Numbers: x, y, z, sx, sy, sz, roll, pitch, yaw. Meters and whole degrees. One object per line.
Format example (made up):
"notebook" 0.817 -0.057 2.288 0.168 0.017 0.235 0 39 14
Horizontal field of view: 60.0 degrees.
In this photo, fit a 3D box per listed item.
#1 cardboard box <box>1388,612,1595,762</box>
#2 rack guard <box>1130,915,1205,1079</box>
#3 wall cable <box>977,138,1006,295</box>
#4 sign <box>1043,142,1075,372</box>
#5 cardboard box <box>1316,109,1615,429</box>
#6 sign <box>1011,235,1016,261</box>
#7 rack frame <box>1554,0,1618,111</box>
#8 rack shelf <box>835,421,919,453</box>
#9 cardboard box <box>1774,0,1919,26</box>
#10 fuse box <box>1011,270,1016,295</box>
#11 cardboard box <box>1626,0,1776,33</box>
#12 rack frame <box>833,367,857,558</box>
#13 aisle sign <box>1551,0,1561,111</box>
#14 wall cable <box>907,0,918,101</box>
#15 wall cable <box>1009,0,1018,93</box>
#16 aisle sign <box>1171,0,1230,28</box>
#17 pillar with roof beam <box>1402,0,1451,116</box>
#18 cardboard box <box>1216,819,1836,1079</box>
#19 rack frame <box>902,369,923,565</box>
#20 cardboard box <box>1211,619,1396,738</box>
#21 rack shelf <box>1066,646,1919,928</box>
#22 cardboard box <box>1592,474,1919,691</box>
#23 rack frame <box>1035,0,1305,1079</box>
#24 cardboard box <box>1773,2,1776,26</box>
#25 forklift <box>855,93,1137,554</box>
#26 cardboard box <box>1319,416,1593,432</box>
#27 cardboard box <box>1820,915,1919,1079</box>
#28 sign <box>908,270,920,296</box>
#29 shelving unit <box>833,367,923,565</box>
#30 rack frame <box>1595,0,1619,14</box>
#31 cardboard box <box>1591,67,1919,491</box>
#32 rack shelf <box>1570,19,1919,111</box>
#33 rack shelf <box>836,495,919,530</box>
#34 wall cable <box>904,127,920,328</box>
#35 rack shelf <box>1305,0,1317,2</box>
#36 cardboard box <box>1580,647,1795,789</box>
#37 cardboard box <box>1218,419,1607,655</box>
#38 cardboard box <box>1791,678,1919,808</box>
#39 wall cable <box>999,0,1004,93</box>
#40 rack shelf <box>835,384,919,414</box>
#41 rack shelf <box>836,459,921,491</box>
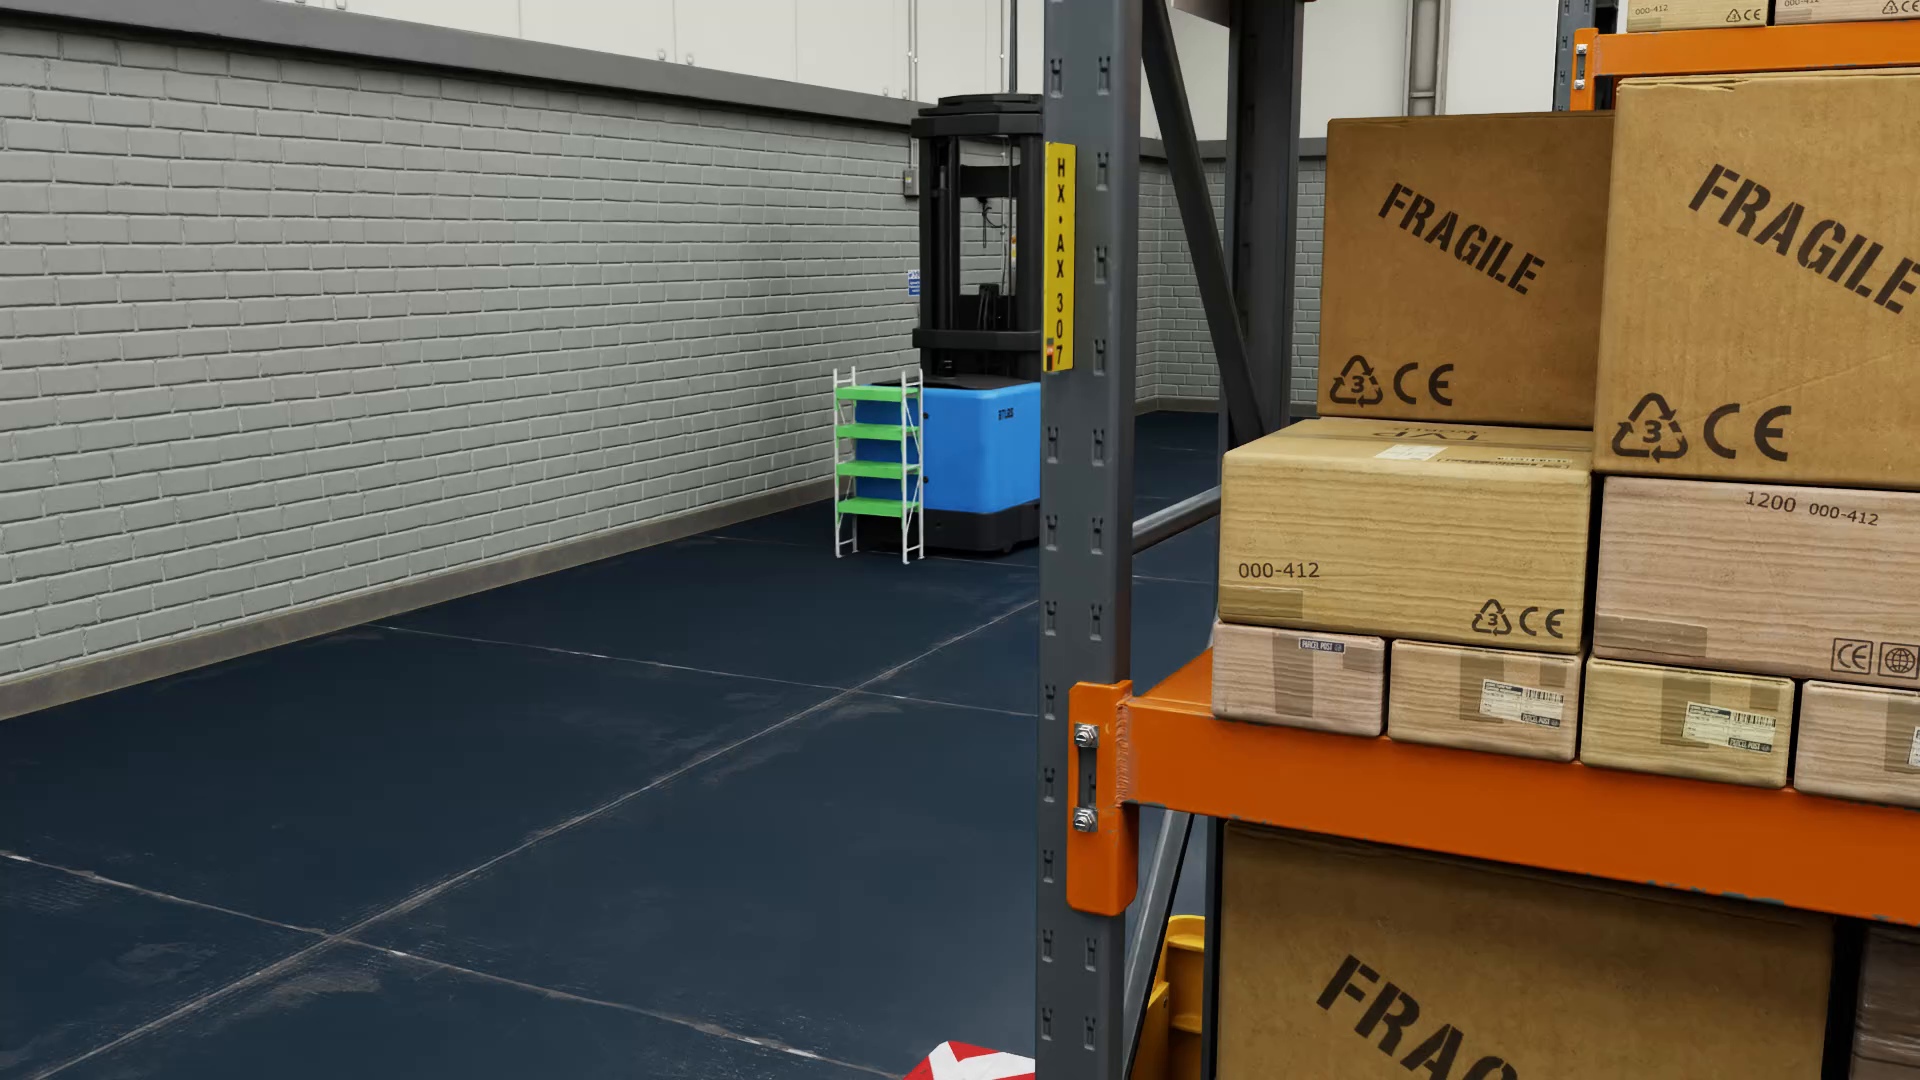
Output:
"cardboard box" 0.799 0.191 2.459 0.250 0.149 0.380 5 11 25
"rack guard" 0.374 1.195 3.226 0.348 0.500 1.175 5 11 26
"wall cable" 0.331 -2.784 15.339 0.122 1.984 0.588 5 11 26
"sign" 0.145 -0.410 2.422 0.005 0.325 0.100 5 11 26
"cardboard box" 0.949 -0.479 2.933 0.500 0.500 0.500 5 11 27
"sign" 0.564 -2.795 15.930 0.001 0.242 0.339 5 11 26
"rack frame" 2.681 -0.818 7.326 0.127 3.000 1.000 5 11 26
"rack shelf" -0.513 -0.649 10.458 0.480 0.148 0.258 5 12 26
"cardboard box" 3.441 -2.102 6.418 0.500 0.250 0.500 5 12 28
"fuse box" 0.774 -1.747 16.077 0.414 1.711 0.539 5 11 26
"cardboard box" 2.971 -2.144 6.651 0.500 0.250 0.500 5 12 28
"rack frame" -0.730 -0.495 10.598 0.015 1.200 0.240 5 12 26
"aisle sign" 2.483 -2.055 6.861 0.004 0.787 0.394 5 11 26
"wall cable" -0.445 -4.972 13.432 0.029 3.000 0.463 5 11 26
"wall cable" 1.157 -5.552 16.533 0.133 3.039 2.988 5 11 26
"aisle sign" 0.464 -1.366 3.057 0.004 0.787 0.394 5 11 26
"pillar with roof beam" 3.050 -5.030 13.756 0.400 9.000 9.100 5 11 26
"cardboard box" 1.005 0.843 2.937 0.875 0.875 0.875 5 11 26
"rack frame" -0.295 -0.456 10.381 0.015 1.200 0.240 5 12 26
"cardboard box" 0.568 0.171 2.569 0.250 0.149 0.380 5 11 26
"rack shelf" 2.189 0.478 2.186 4.000 0.370 1.077 5 11 26
"cardboard box" 1.176 0.015 2.312 0.500 0.250 0.500 5 11 25
"rack frame" 0.397 -0.034 2.996 0.053 2.616 0.949 5 11 26
"cardboard box" 3.206 -2.226 7.107 0.500 0.250 0.500 5 11 25
"forklift" 0.415 -1.576 11.707 1.130 2.935 3.031 5 11 26
"cardboard box" 0.948 -0.110 3.003 0.500 0.250 0.500 5 11 25
"cardboard box" 1.821 0.915 2.540 0.875 0.875 0.875 5 11 26
"sign" -0.363 -2.187 14.132 0.001 0.218 0.327 5 11 26
"shelving unit" -0.513 -0.476 10.490 0.503 1.200 0.258 5 12 26
"rack frame" 2.681 -3.770 6.791 0.127 3.000 1.000 5 11 26
"cardboard box" 1.155 -0.355 2.248 0.500 0.500 0.500 5 11 24
"rack shelf" 4.475 -1.782 6.252 4.000 0.370 1.077 5 11 26
"rack shelf" -0.513 -0.177 10.544 0.480 0.148 0.258 5 12 26
"wall cable" -0.286 -2.572 14.079 0.123 1.953 0.585 5 11 26
"rack shelf" 2.189 -0.998 1.919 4.000 0.370 1.077 5 11 26
"cardboard box" 1.029 0.211 2.348 0.250 0.149 0.380 5 11 24
"cardboard box" 0.707 -0.025 2.532 0.500 0.250 0.500 5 11 24
"cardboard box" 1.263 0.231 2.235 0.250 0.149 0.380 5 11 25
"wall cable" -0.110 -5.091 14.094 0.029 3.000 2.355 5 11 26
"rack shelf" -0.513 -0.885 10.415 0.480 0.148 0.258 5 12 26
"rack shelf" -0.513 -0.413 10.501 0.480 0.148 0.258 5 12 26
